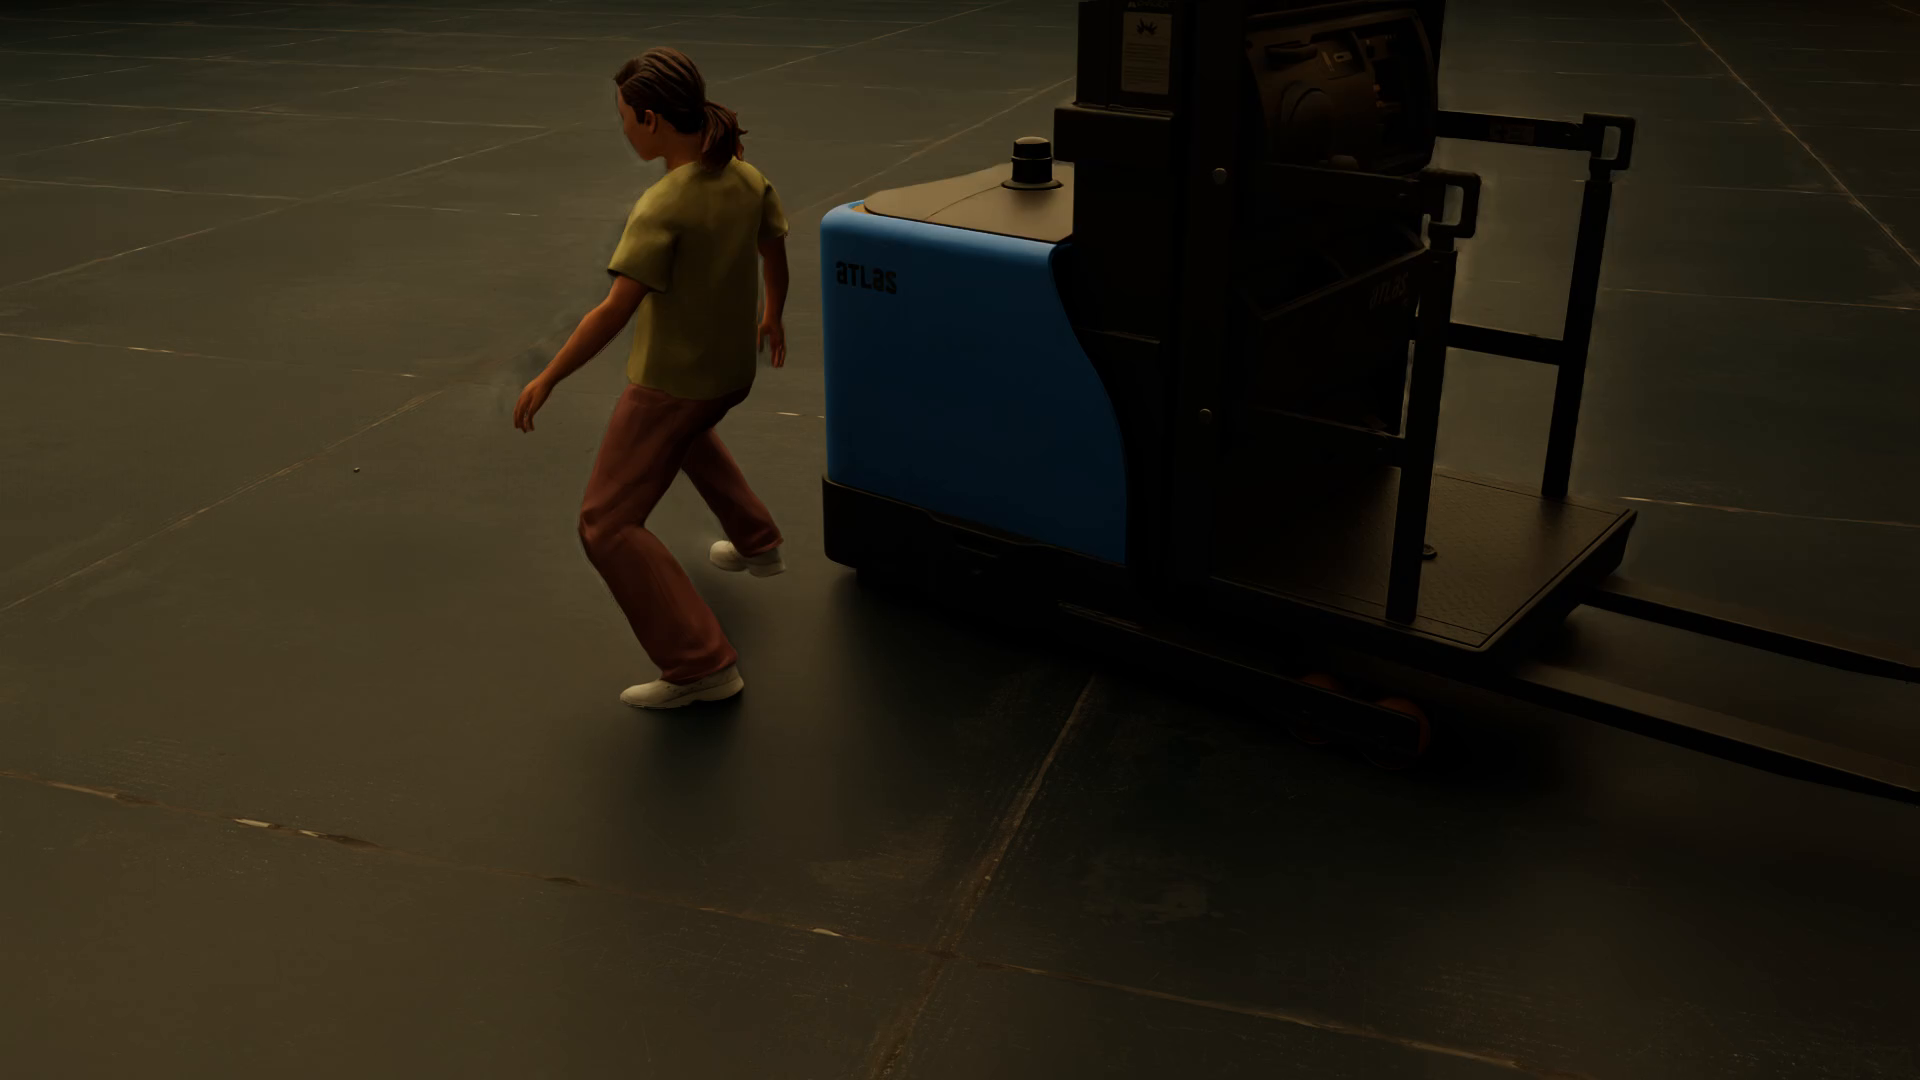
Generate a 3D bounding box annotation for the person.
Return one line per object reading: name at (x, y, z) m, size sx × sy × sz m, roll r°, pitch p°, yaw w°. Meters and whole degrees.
person at (-0.709, -0.431, 4.168) m, size 0.607 × 1.568 × 0.861 m, roll 13°, pitch 26°, yaw 28°

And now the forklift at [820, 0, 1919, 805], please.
forklift at (1.082, -1.053, 3.831) m, size 3.031 × 2.935 × 1.130 m, roll 16°, pitch 28°, yaw 34°
